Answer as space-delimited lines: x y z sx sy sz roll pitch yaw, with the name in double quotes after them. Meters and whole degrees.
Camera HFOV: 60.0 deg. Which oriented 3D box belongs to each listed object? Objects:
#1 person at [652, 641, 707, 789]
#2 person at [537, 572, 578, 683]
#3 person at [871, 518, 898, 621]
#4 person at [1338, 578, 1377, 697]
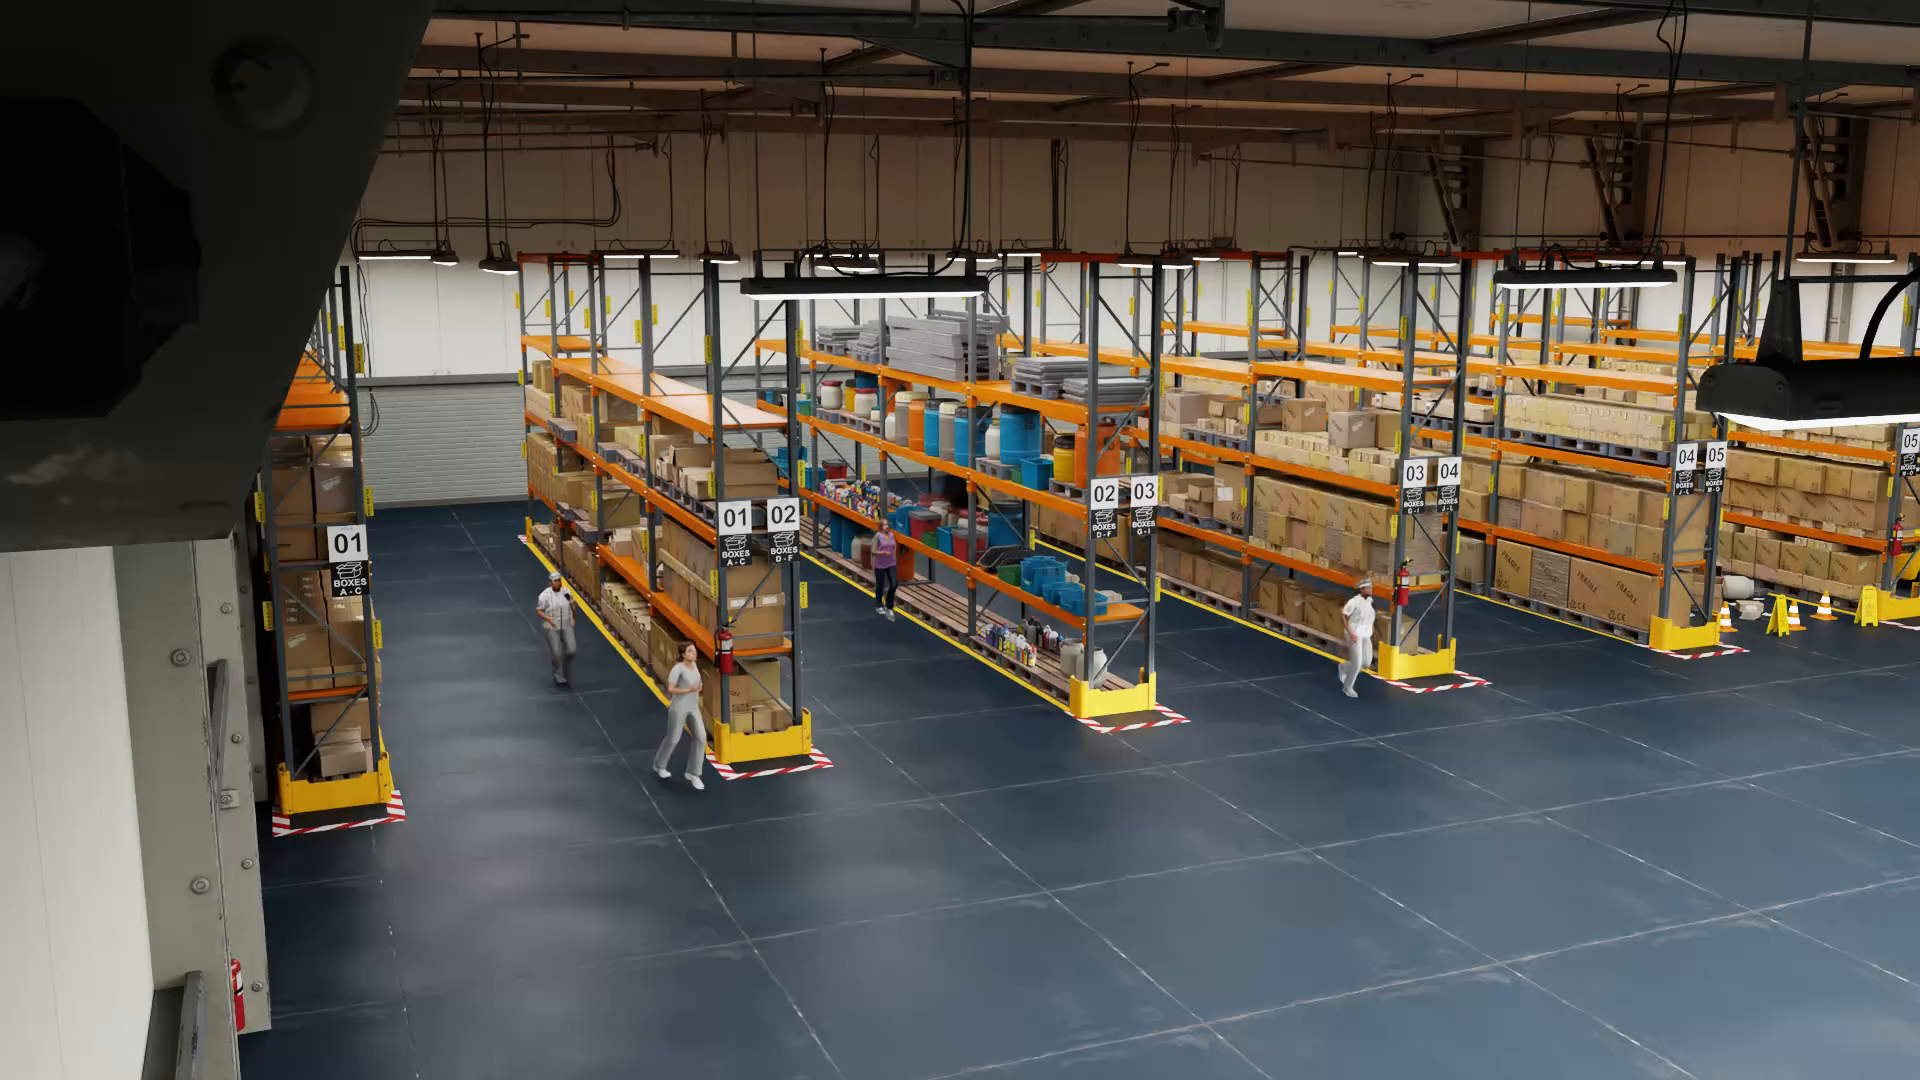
-3.235 2.015 19.432 0.743 1.724 0.569 8 13 36 "person"
-5.703 1.249 23.690 0.581 1.622 0.536 -6 12 -30 "person"
-1.174 0.466 26.528 0.517 1.657 0.633 -5 11 -25 "person"
5.564 1.333 23.317 0.619 1.647 0.535 -6 12 -32 "person"
